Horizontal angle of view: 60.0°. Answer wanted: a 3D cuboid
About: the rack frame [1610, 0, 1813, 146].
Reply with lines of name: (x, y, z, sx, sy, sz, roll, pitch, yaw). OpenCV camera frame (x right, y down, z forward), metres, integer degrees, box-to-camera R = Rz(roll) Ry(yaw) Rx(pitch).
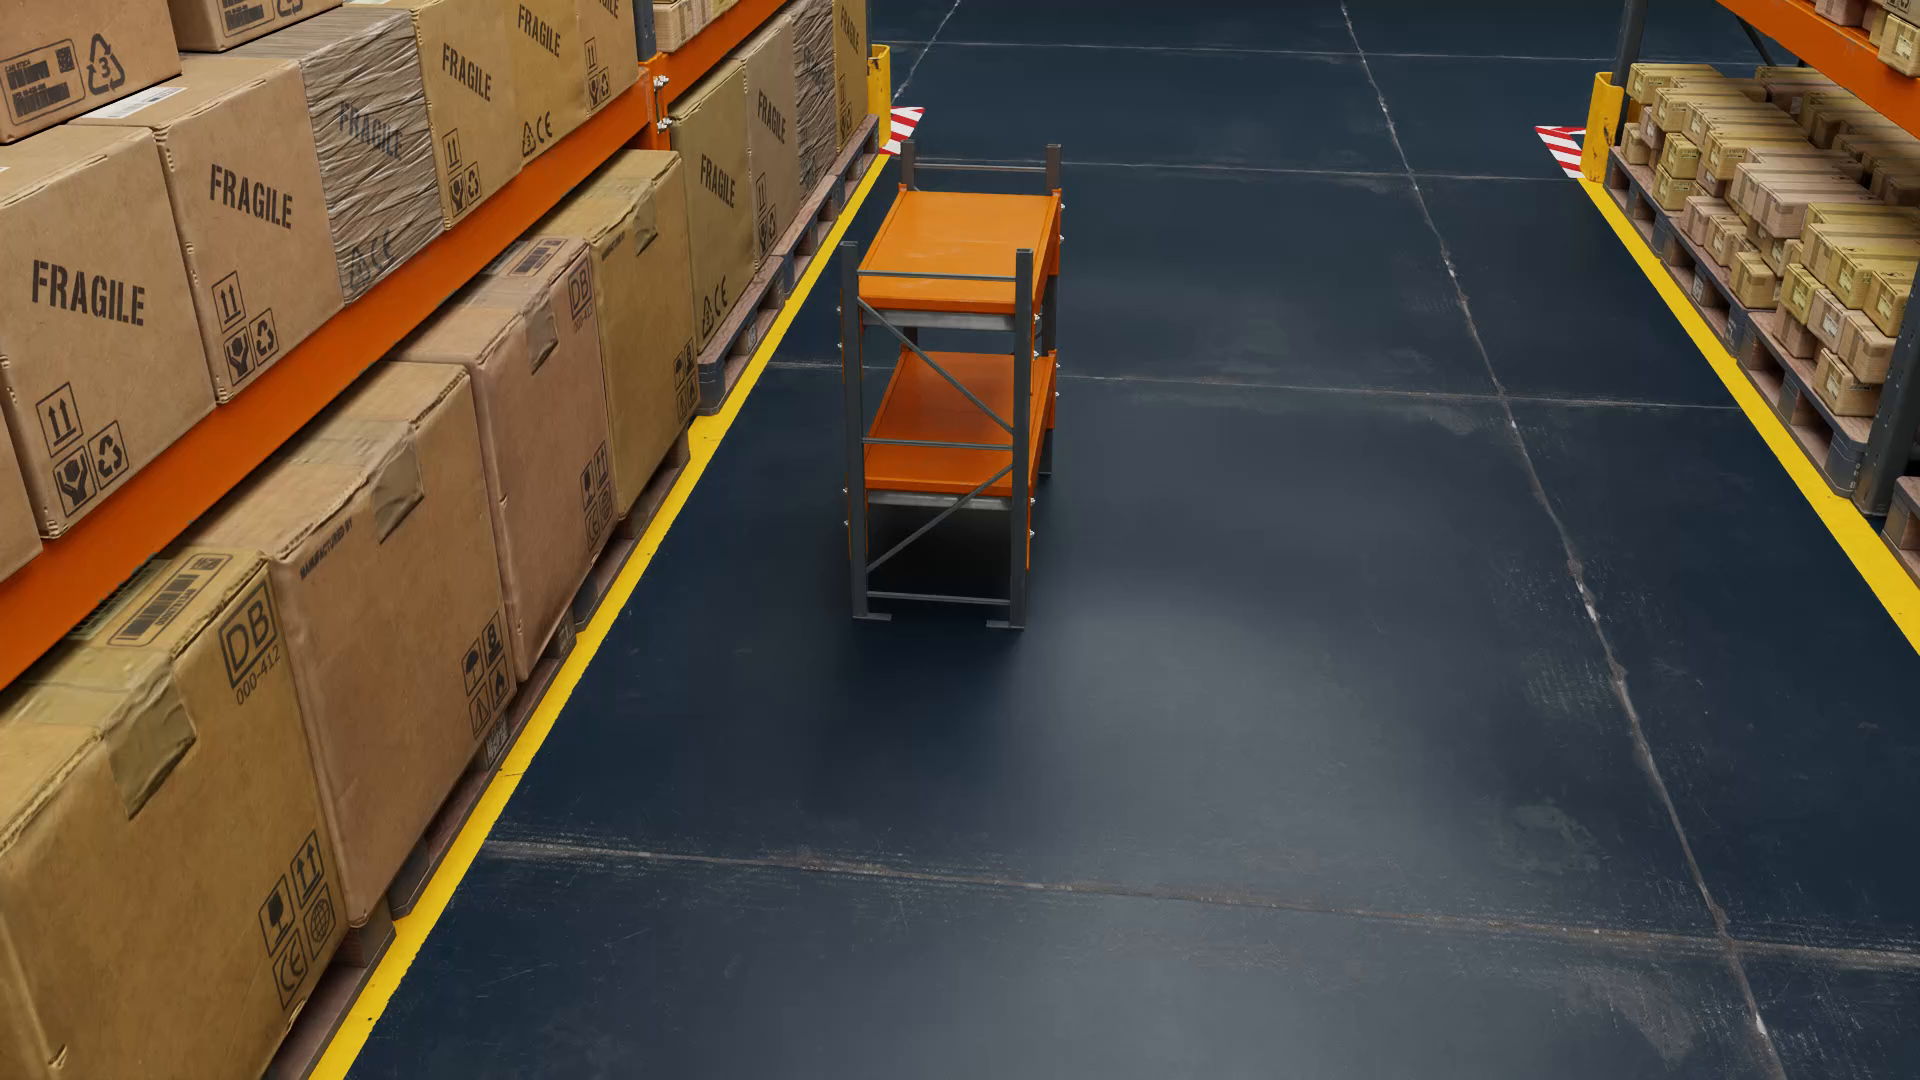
rack frame: (3.918, -3.276, 8.168, 1.000, 3.000, 0.127, 3, 28, 6)

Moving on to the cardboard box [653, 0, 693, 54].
cardboard box: (-1.116, -1.738, 5.579, 0.380, 0.149, 0.250, 3, 29, 6)

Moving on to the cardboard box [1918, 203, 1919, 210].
cardboard box: (3.872, -1.222, 6.292, 0.380, 0.149, 0.250, 4, 29, 7)

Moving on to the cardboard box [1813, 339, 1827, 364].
cardboard box: (3.252, -0.645, 5.847, 0.380, 0.149, 0.250, 4, 29, 8)

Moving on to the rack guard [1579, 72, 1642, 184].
rack guard: (3.908, -2.140, 8.695, 1.175, 0.500, 0.348, 3, 28, 6)

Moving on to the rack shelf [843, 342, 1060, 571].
rack shelf: (0.001, -0.283, 5.105, 0.538, 0.278, 1.000, 3, 28, 6)

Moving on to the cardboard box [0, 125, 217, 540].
cardboard box: (-1.582, -0.346, 2.624, 0.500, 0.500, 0.500, 3, 28, 5)

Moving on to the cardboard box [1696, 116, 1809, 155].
cardboard box: (3.452, -1.741, 7.255, 0.380, 0.149, 0.250, 4, 29, 8)

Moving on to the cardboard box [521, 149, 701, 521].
cardboard box: (-1.541, -0.676, 5.139, 1.225, 0.875, 0.875, 3, 29, 6)

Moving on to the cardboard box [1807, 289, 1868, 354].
cardboard box: (3.172, -0.749, 5.726, 0.380, 0.149, 0.250, 2, 28, 4)

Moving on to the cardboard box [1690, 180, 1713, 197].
cardboard box: (3.485, -1.493, 7.421, 0.380, 0.149, 0.250, 3, 29, 6)

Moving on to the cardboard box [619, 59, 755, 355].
cardboard box: (-1.322, -1.284, 6.269, 0.875, 0.875, 0.875, 3, 28, 6)

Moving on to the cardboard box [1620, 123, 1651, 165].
cardboard box: (3.536, -1.978, 8.321, 0.380, 0.149, 0.250, 4, 29, 7)

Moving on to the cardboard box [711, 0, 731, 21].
cardboard box: (-1.052, -1.986, 6.038, 0.380, 0.149, 0.250, 4, 29, 8)

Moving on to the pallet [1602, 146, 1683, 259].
pallet: (3.774, -1.632, 8.057, 1.003, 0.211, 1.213, 3, 28, 6)

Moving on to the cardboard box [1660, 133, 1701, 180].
cardboard box: (3.428, -1.745, 7.575, 0.380, 0.149, 0.250, 4, 29, 8)

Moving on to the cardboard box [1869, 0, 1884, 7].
cardboard box: (3.271, -2.056, 5.486, 0.500, 0.500, 0.500, 3, 28, 5)

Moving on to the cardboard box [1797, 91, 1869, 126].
cardboard box: (4.111, -1.959, 7.660, 0.380, 0.149, 0.250, 3, 28, 5)

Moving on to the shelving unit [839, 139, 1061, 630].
shelving unit: (0.001, -0.498, 4.989, 0.538, 1.125, 1.048, 3, 28, 6)

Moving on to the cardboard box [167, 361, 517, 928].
cardboard box: (-1.751, 0.162, 3.585, 1.225, 0.875, 0.875, 3, 29, 6)

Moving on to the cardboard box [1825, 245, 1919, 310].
cardboard box: (3.205, -0.890, 5.675, 0.380, 0.149, 0.250, 4, 29, 7)

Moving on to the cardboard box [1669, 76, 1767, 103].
cardboard box: (3.602, -2.104, 7.929, 0.380, 0.149, 0.250, 4, 29, 7)

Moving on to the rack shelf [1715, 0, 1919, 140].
rack shelf: (1.251, -2.810, 6.507, 5.958, 1.845, 4.006, 3, 28, 6)

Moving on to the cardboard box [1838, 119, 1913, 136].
cardboard box: (4.039, -1.712, 7.200, 0.380, 0.149, 0.250, 4, 29, 8)

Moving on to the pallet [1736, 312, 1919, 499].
pallet: (3.475, -0.484, 5.925, 1.003, 0.211, 1.213, 3, 28, 6)

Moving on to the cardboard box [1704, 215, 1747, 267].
cardboard box: (3.360, -1.249, 6.968, 0.380, 0.149, 0.250, 3, 28, 6)

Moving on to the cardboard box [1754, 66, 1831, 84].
cardboard box: (4.104, -2.204, 8.114, 0.380, 0.149, 0.250, 4, 29, 7)

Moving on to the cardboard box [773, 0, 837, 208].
cardboard box: (-1.103, -2.127, 7.833, 0.875, 0.875, 0.875, 3, 28, 6)

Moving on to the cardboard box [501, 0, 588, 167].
cardboard box: (-1.336, -1.304, 4.403, 0.500, 0.500, 0.500, 4, 29, 8)

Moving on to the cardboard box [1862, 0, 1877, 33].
cardboard box: (3.345, -1.798, 5.689, 0.380, 0.149, 0.250, 3, 28, 5)

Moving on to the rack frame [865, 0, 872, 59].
rack frame: (-0.992, -3.612, 8.791, 1.000, 3.000, 0.127, 3, 28, 6)

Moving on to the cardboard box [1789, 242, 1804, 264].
cardboard box: (3.315, -0.988, 6.171, 0.380, 0.149, 0.250, 4, 29, 7)

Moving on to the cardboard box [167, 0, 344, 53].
cardboard box: (-1.709, -1.298, 3.333, 0.797, 0.503, 0.637, 4, 29, 8)

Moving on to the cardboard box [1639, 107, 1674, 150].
cardboard box: (3.509, -1.979, 8.011, 0.380, 0.149, 0.250, 3, 28, 6)

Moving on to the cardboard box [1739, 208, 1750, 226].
cardboard box: (3.455, -1.357, 6.856, 0.380, 0.149, 0.250, 5, 29, 9)

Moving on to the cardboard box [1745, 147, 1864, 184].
cardboard box: (3.439, -1.496, 6.800, 0.380, 0.149, 0.250, 3, 29, 6)

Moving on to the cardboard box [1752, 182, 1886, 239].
cardboard box: (3.279, -1.258, 6.358, 0.380, 0.149, 0.250, 2, 28, 4)

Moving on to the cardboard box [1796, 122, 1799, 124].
cardboard box: (4.051, -1.952, 7.960, 0.380, 0.149, 0.250, 3, 28, 5)

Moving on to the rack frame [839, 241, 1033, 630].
rack frame: (-0.061, -0.259, 4.545, 0.500, 1.125, 0.032, 3, 28, 6)

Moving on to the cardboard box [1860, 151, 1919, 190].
cardboard box: (3.892, -1.469, 6.750, 0.380, 0.149, 0.250, 3, 29, 6)
